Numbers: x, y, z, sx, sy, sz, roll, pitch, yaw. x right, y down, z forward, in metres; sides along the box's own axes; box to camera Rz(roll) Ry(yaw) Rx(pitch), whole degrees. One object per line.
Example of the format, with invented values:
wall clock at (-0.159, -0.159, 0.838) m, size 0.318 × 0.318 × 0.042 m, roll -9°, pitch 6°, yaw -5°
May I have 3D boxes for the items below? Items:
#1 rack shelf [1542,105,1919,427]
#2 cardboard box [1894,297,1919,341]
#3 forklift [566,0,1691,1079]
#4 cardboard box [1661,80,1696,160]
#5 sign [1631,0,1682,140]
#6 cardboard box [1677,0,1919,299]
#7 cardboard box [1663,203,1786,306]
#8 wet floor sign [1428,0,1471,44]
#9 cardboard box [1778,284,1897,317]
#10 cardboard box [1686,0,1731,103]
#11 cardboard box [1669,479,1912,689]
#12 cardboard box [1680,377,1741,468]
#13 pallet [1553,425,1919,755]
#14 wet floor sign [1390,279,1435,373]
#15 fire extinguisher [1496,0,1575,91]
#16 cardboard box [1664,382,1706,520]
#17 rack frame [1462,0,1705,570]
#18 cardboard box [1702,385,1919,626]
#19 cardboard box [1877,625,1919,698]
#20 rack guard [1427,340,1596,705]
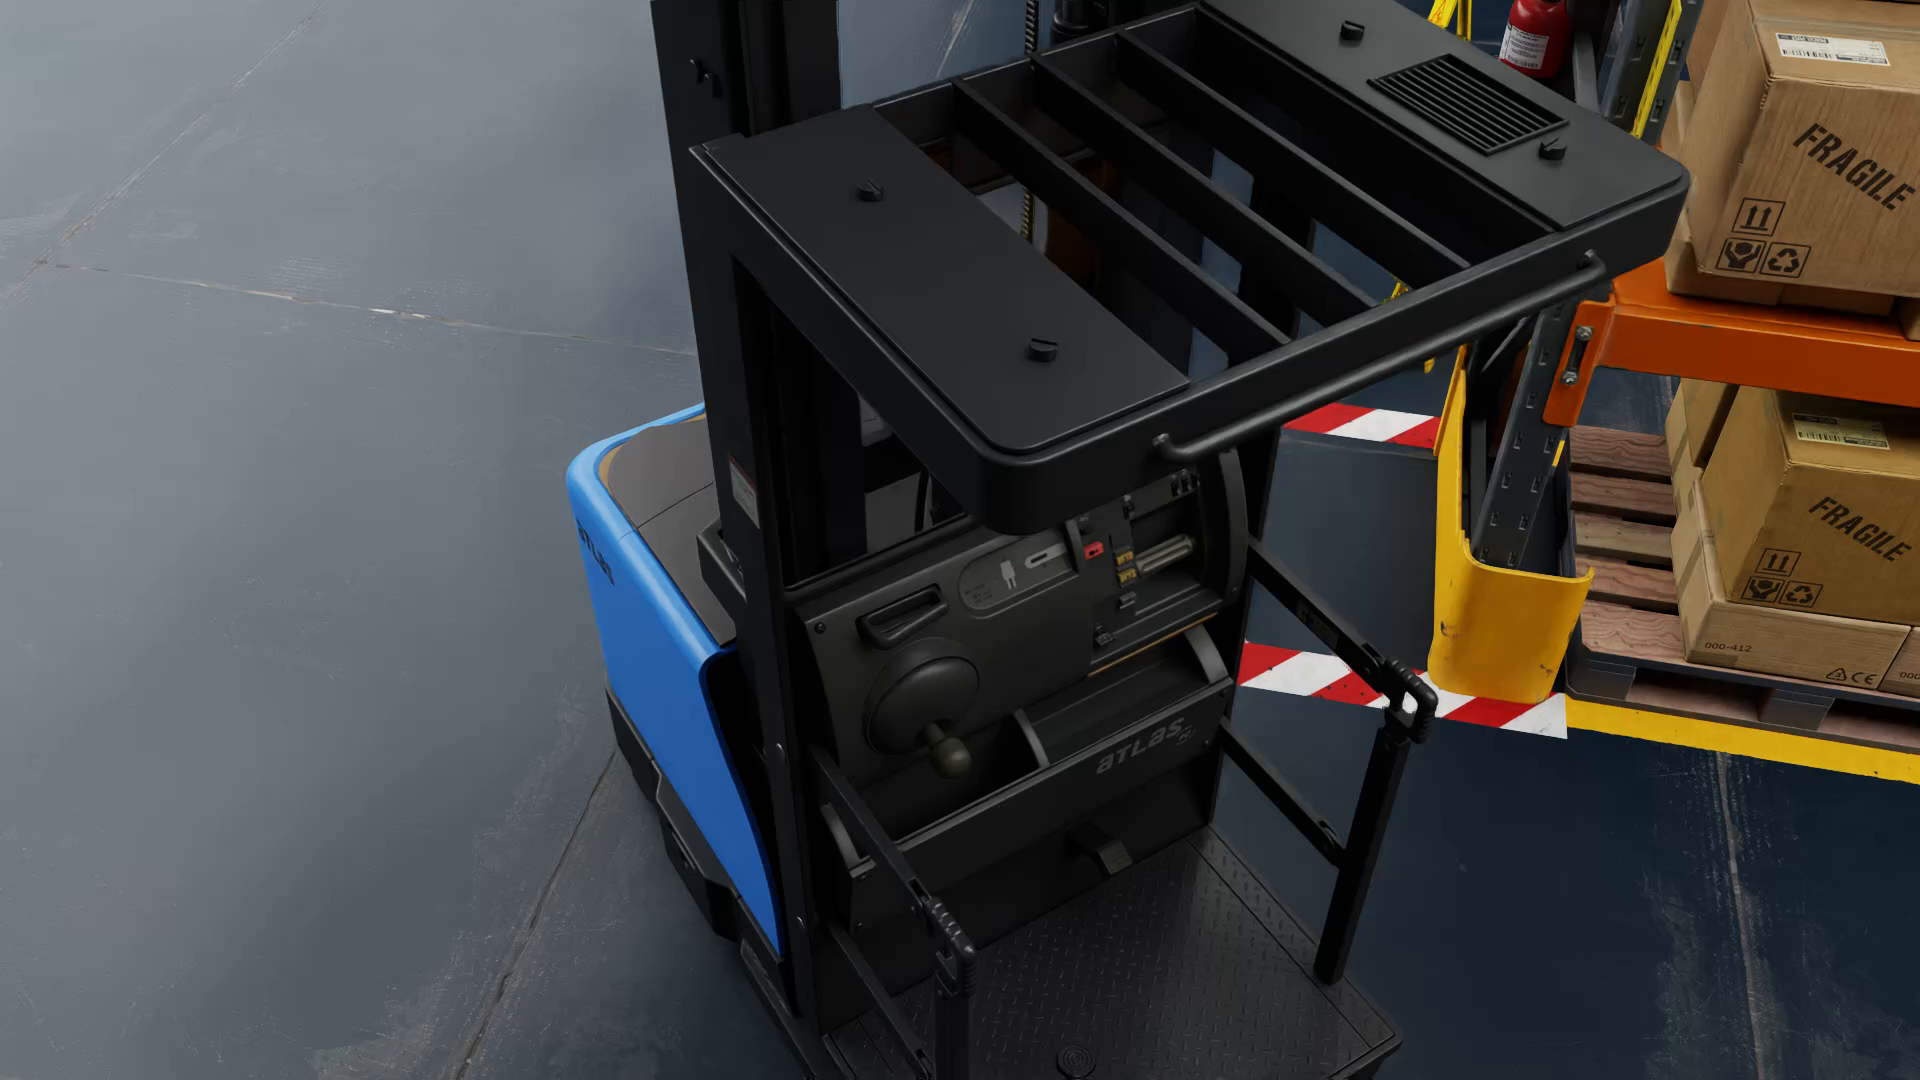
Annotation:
rack shelf at (3.524, -0.471, 4.095) m, size 4.000 × 0.370 × 1.077 m, roll 9°, pitch 45°, yaw 9°
cardboard box at (2.349, -0.627, 3.920) m, size 0.250 × 0.149 × 0.380 m, roll 8°, pitch 44°, yaw 8°
forklift at (0.262, 0.201, 2.928) m, size 1.130 × 2.935 × 3.031 m, roll -24°, pitch 49°, yaw -23°
cardboard box at (1.984, -1.030, 4.339) m, size 0.250 × 0.149 × 0.380 m, roll 10°, pitch 45°, yaw 10°
sign at (1.454, -0.977, 3.478) m, size 0.005 × 0.325 × 0.100 m, roll 9°, pitch 45°, yaw 9°
cardboard box at (1.974, -0.917, 3.753) m, size 0.500 × 0.500 × 0.500 m, roll 8°, pitch 45°, yaw 8°
cardboard box at (1.859, -0.751, 4.048) m, size 0.250 × 0.149 × 0.380 m, roll 9°, pitch 45°, yaw 9°
wet floor sign at (2.094, -2.214, 7.085) m, size 0.232 × 0.644 × 0.267 m, roll 2°, pitch 44°, yaw 2°
cardboard box at (2.108, -0.722, 4.018) m, size 0.250 × 0.149 × 0.380 m, roll 9°, pitch 45°, yaw 10°
cardboard box at (2.162, -1.280, 4.130) m, size 0.500 × 0.500 × 0.500 m, roll 8°, pitch 44°, yaw 8°
cardboard box at (2.299, 0.116, 4.646) m, size 0.500 × 0.250 × 0.500 m, roll 8°, pitch 45°, yaw 9°
cardboard box at (2.411, -0.519, 4.765) m, size 0.500 × 0.500 × 0.500 m, roll 9°, pitch 45°, yaw 9°
pallet at (2.432, 0.130, 4.962) m, size 1.213 × 0.211 × 1.003 m, roll 9°, pitch 45°, yaw 9°
wet floor sign at (1.621, -0.937, 5.759) m, size 0.232 × 0.644 × 0.267 m, roll 24°, pitch 49°, yaw 23°
fire extinguisher at (1.561, -1.334, 4.529) m, size 0.183 × 0.674 × 0.296 m, roll 9°, pitch 45°, yaw 9°
cardboard box at (2.444, -0.249, 5.026) m, size 0.500 × 0.250 × 0.500 m, roll 9°, pitch 45°, yaw 9°
rack frame at (1.573, -1.033, 4.160) m, size 0.127 × 3.000 × 1.000 m, roll 9°, pitch 45°, yaw 9°
cardboard box at (2.323, -0.151, 4.383) m, size 0.500 × 0.500 × 0.500 m, roll 7°, pitch 44°, yaw 8°
cardboard box at (2.796, 0.198, 4.561) m, size 0.500 × 0.250 × 0.500 m, roll 10°, pitch 45°, yaw 11°
rack guard at (1.647, -0.121, 5.015) m, size 0.348 × 0.500 × 1.175 m, roll 9°, pitch 45°, yaw 9°
